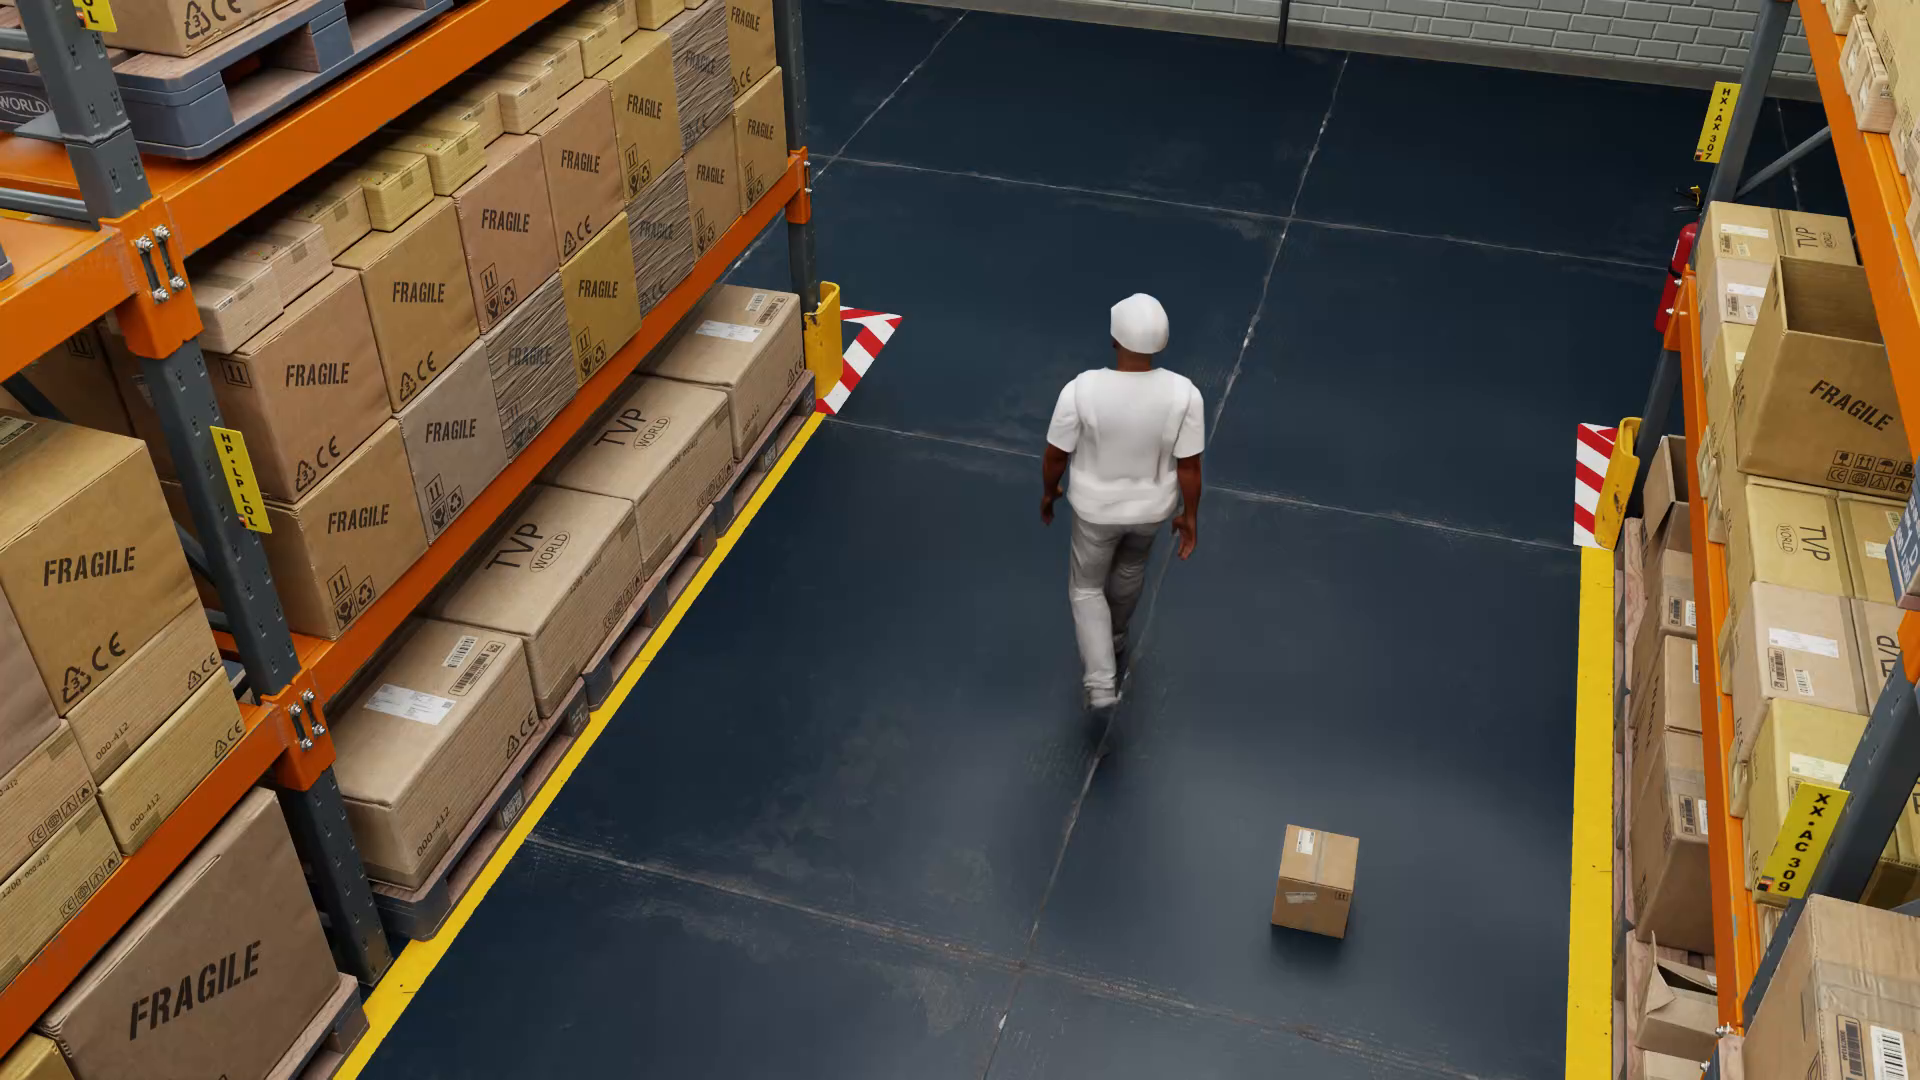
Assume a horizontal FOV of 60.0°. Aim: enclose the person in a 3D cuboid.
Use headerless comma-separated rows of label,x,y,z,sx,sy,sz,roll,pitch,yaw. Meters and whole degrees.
person,0.605,-0.124,6.294,0.589,1.741,0.899,-1,37,-1
